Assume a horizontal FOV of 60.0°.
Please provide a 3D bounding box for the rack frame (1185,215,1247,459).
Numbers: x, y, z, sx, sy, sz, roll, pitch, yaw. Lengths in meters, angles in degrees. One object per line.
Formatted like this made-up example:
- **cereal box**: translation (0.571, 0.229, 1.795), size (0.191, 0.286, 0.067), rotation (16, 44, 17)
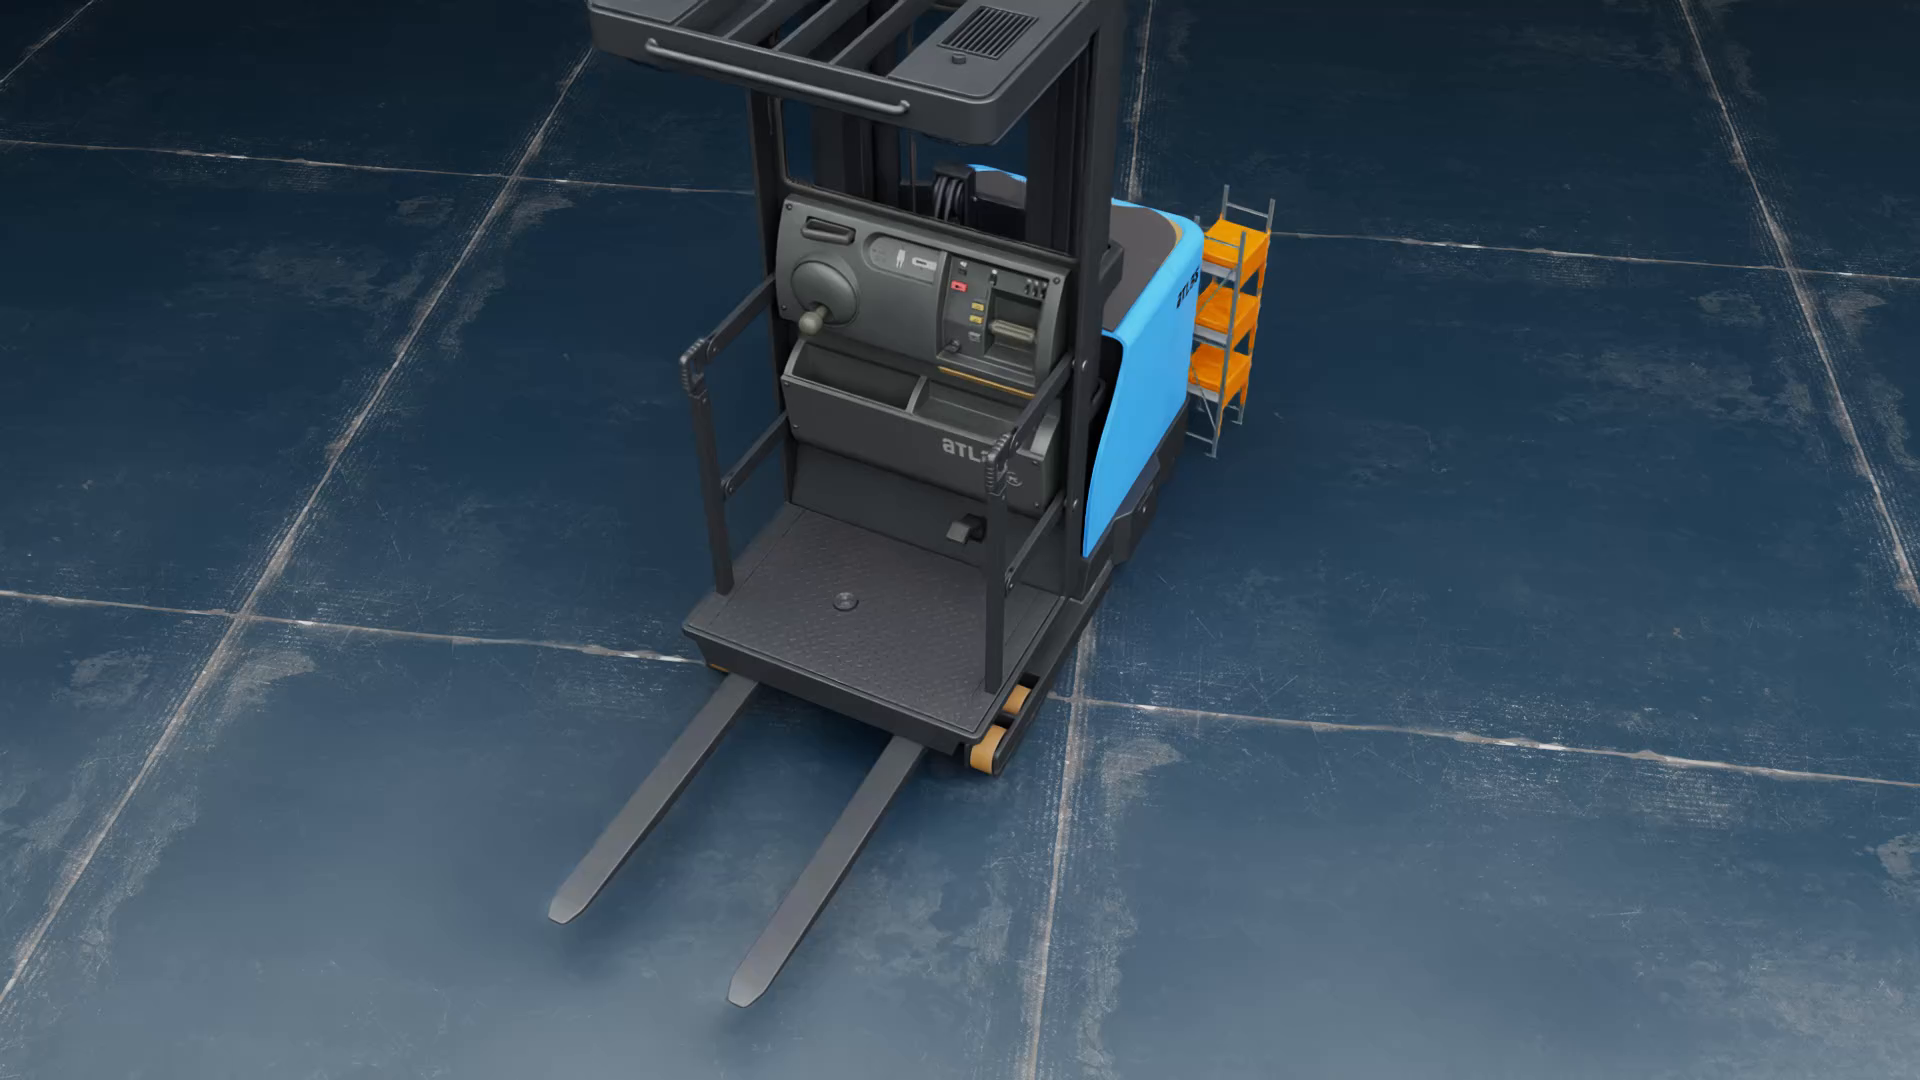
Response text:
- **rack frame**: translation (0.927, -0.743, 6.271), size (0.200, 1.050, 0.008), rotation (23, 48, 23)

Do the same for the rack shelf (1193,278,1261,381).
- **rack shelf**: translation (0.991, -0.806, 6.353), size (0.215, 0.259, 0.240), rotation (23, 48, 23)

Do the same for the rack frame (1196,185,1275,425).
- **rack frame**: translation (1.056, -0.885, 6.421), size (0.200, 1.050, 0.008), rotation (23, 48, 23)

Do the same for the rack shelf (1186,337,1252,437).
- **rack shelf**: translation (0.991, -0.604, 6.544), size (0.215, 0.259, 0.240), rotation (23, 48, 23)

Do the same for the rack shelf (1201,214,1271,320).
- **rack shelf**: translation (0.991, -1.012, 6.158), size (0.215, 0.259, 0.240), rotation (23, 48, 23)

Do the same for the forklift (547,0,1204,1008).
- **forklift**: translation (-0.223, -0.651, 4.806), size (1.130, 2.935, 3.031), rotation (19, 47, 19)

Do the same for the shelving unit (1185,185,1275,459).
- **shelving unit**: translation (0.991, -0.814, 6.346), size (0.215, 1.050, 0.252), rotation (23, 48, 23)
